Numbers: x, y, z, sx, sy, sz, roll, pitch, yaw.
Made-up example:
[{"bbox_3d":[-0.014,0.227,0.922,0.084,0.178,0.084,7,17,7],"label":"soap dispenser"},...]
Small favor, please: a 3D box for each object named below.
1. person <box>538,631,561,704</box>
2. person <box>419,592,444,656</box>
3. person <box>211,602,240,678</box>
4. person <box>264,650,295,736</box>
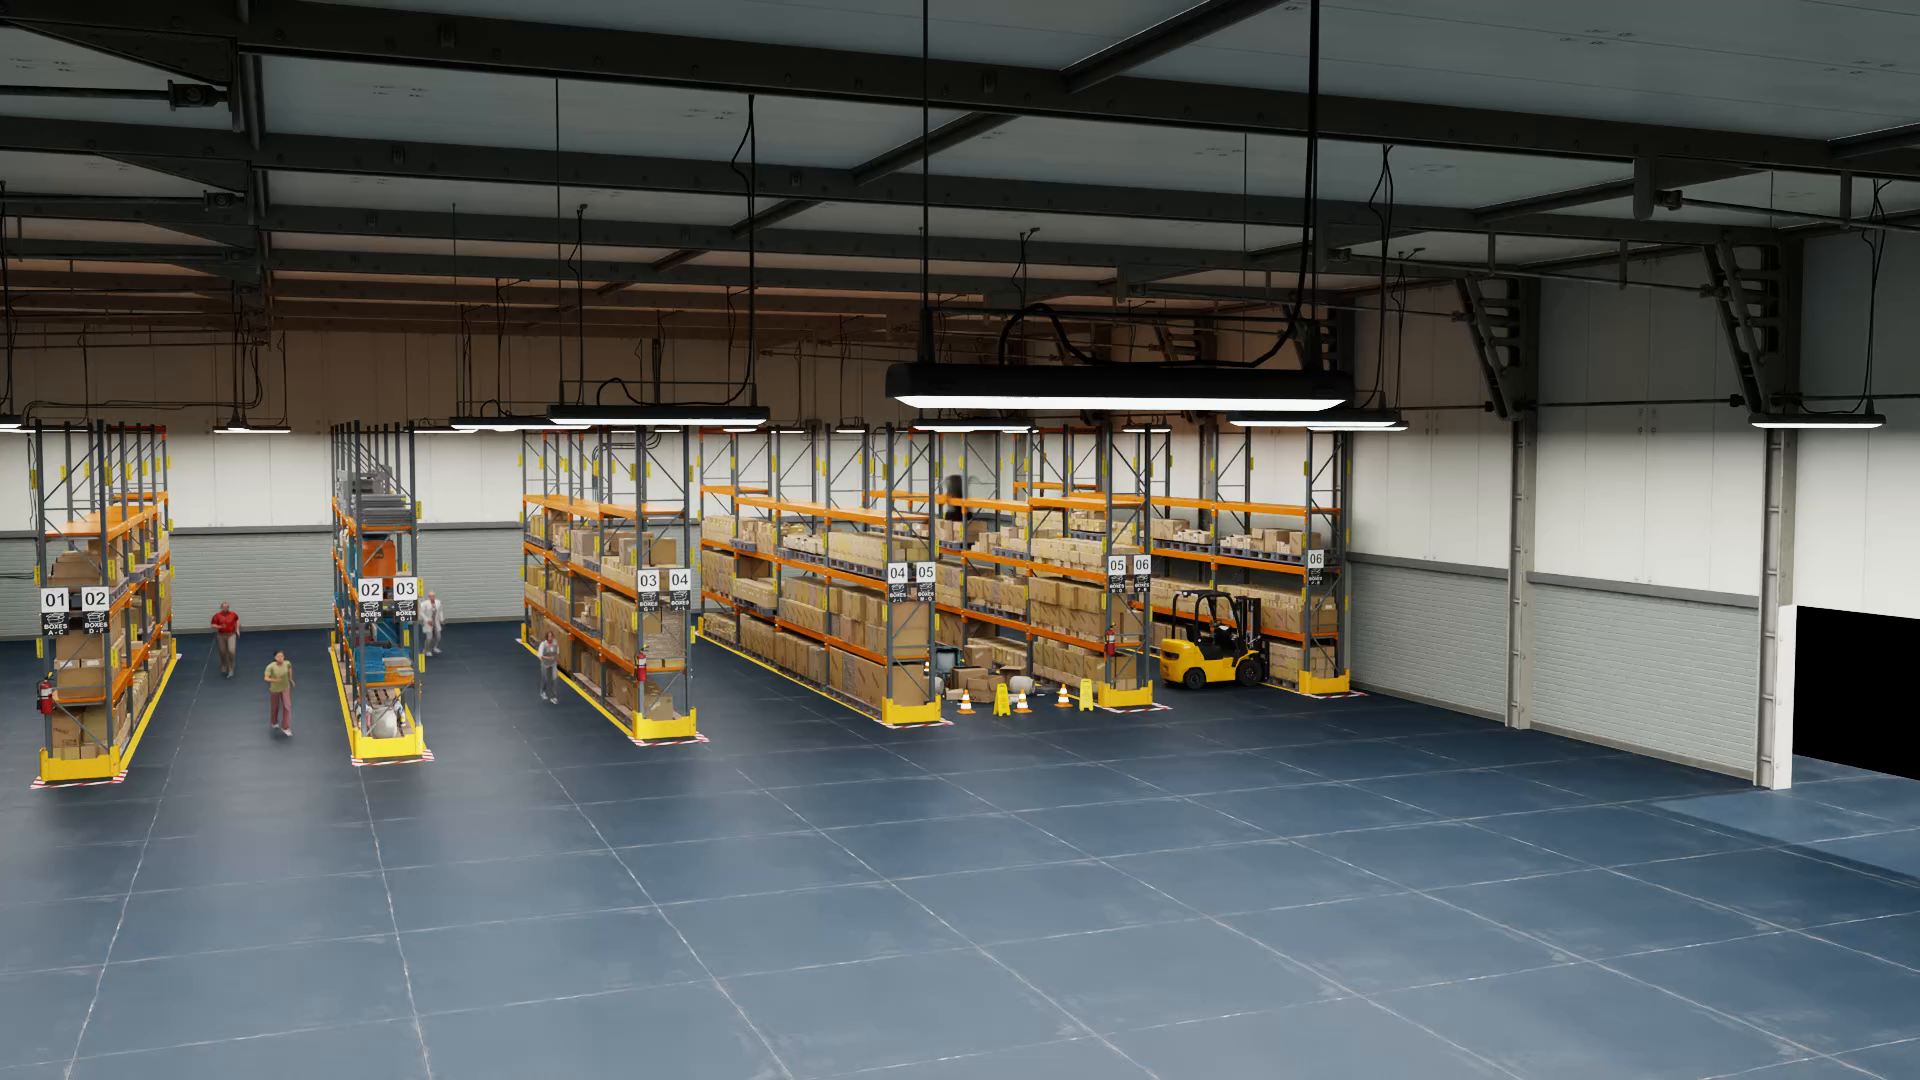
[{"bbox_3d":[-8.826,2.715,35.682,0.532,1.552,0.897,-2,4,-26],"label":"person"},{"bbox_3d":[-13.778,2.198,43.277,0.675,1.753,0.808,-3,5,-43],"label":"person"},{"bbox_3d":[-17.552,2.378,39.750,0.614,1.790,0.890,-2,4,-23],"label":"person"},{"bbox_3d":[-13.100,2.905,31.999,0.573,1.640,0.941,-2,4,-31],"label":"person"}]
